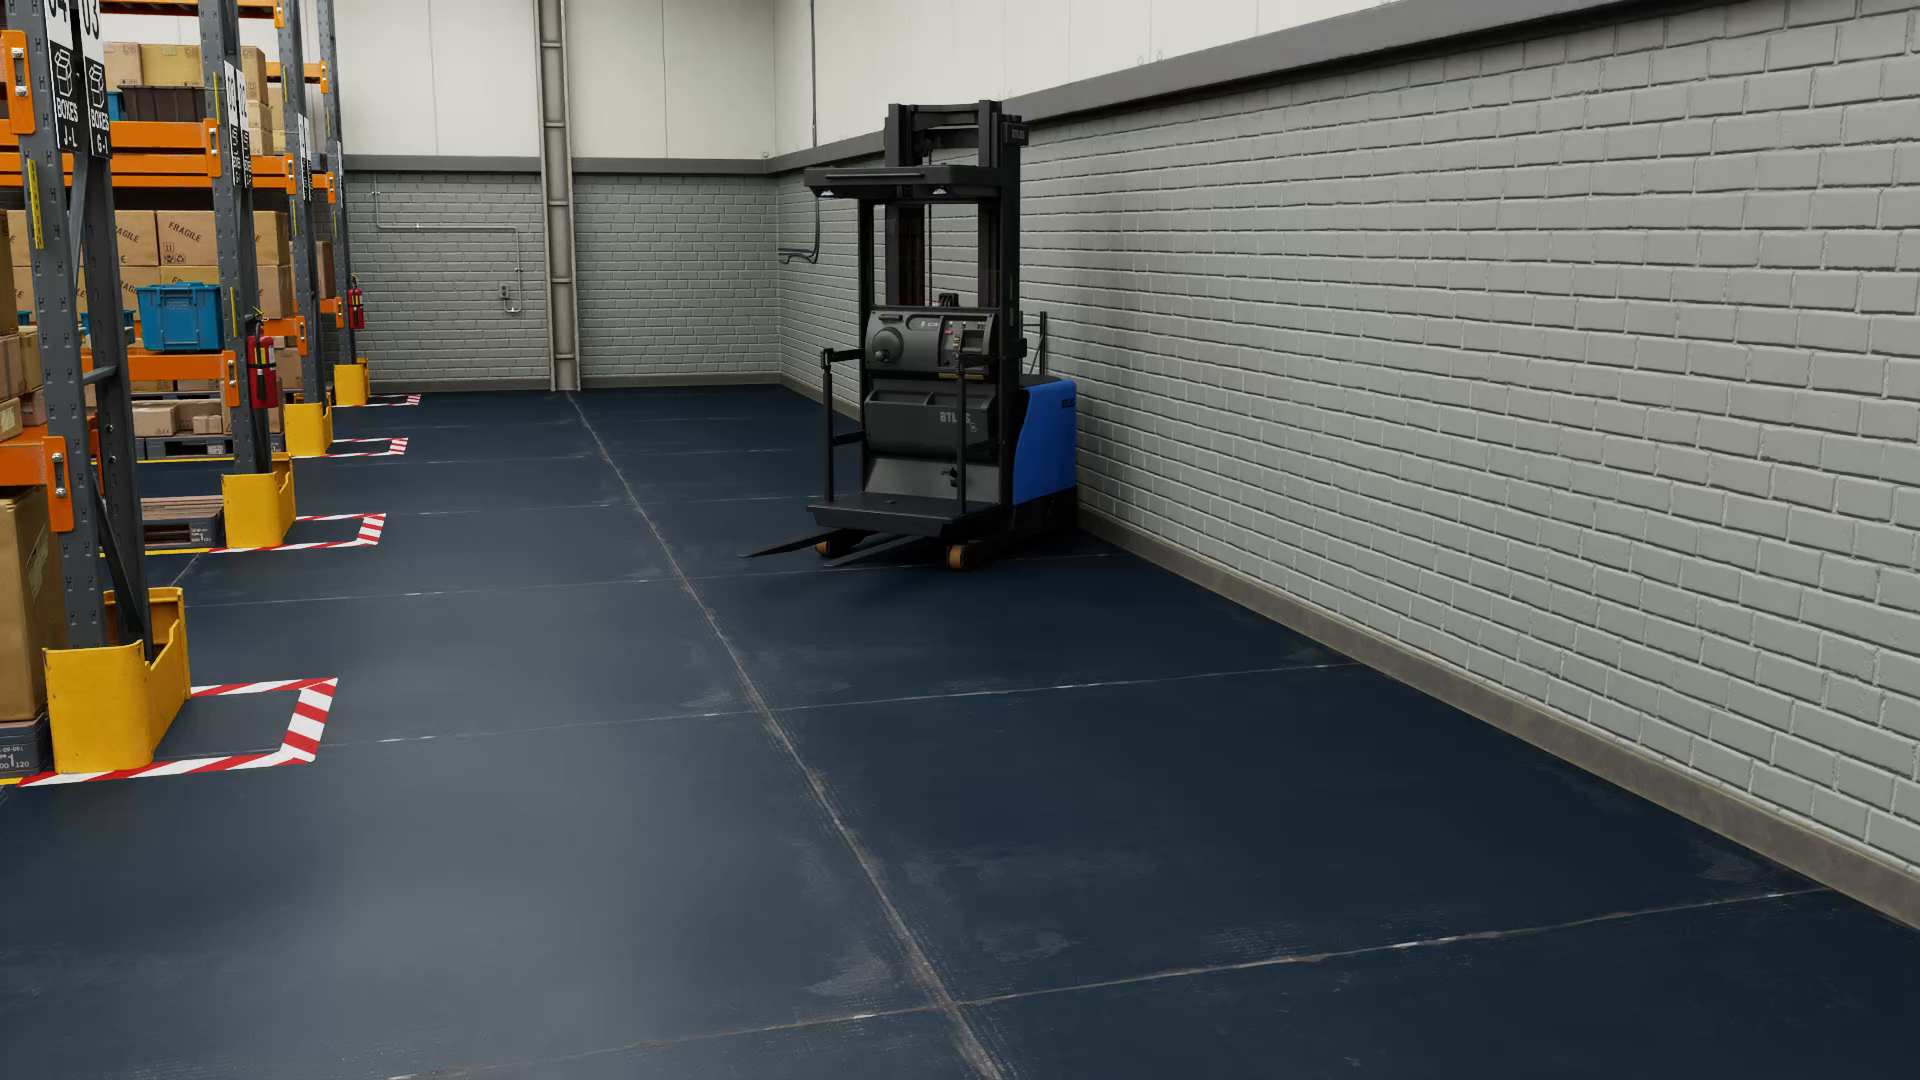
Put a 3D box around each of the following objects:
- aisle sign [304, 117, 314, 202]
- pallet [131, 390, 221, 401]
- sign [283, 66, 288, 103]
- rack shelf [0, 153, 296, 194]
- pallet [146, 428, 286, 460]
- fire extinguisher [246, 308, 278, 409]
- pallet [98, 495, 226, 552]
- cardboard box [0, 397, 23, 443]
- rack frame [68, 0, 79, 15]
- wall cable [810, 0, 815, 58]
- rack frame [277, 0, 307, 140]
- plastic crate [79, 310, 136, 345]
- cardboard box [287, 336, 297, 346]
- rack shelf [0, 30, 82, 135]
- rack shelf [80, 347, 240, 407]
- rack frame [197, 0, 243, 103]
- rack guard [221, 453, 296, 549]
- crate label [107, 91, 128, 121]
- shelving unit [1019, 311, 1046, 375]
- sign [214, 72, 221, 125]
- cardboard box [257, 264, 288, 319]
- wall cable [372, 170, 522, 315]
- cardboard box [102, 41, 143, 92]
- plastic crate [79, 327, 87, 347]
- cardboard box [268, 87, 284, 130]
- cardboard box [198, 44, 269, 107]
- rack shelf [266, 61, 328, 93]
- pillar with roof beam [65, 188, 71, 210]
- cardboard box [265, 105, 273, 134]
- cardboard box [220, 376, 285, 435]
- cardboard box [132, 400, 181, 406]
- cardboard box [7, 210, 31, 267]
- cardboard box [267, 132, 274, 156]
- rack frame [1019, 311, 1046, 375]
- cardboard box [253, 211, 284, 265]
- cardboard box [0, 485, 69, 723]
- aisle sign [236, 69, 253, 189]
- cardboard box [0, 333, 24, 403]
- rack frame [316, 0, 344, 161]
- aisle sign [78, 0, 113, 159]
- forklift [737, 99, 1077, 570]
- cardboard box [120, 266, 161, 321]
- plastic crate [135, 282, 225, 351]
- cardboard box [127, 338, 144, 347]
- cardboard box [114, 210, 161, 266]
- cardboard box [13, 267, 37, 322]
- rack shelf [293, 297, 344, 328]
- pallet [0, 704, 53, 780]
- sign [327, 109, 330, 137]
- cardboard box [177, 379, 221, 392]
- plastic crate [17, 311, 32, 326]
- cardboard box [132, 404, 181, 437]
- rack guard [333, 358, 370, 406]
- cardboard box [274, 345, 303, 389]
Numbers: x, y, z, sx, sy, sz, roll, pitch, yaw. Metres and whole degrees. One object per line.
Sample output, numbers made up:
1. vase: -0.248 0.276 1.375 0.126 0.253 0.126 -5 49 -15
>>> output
1. aisle sign: -6.364 -3.714 16.256 0.004 0.787 0.394 -3 11 -16
2. pallet: -9.651 -1.755 20.499 1.213 0.211 1.003 -3 11 -16
3. sign: -6.212 -4.194 15.314 0.005 0.325 0.100 -3 11 -16
4. rack shelf: -8.268 -3.401 15.439 4.000 0.370 1.077 -3 11 -16
5. pallet: -7.186 -0.965 16.207 1.213 0.211 1.003 -3 11 -16
6. fire extinguisher: -4.695 -1.227 11.170 0.183 0.674 0.296 -3 11 -16
7. pallet: -5.769 -0.113 11.580 1.213 0.211 1.003 -3 11 -16
8. cardboard box: -3.832 -0.460 6.454 0.250 0.149 0.380 -3 11 -15
9. rack frame: -3.582 -3.609 6.297 0.127 3.000 1.000 -3 11 -16
10. wall cable: -1.449 -6.903 18.816 0.112 2.526 3.097 -3 11 -16
11. rack frame: -6.348 -5.332 15.652 0.127 3.000 1.000 -3 11 -16
12. plastic crate: -5.928 -1.478 11.589 0.300 0.233 0.416 -3 11 -16
13. cardboard box: -8.316 -2.527 20.938 0.250 0.149 0.380 -3 11 -16
14. rack shelf: -5.503 -1.679 6.084 4.000 0.370 1.077 -3 11 -16
15. rack shelf: -6.887 -1.065 11.033 4.000 0.370 1.077 -3 11 -16
16. rack frame: -4.967 -4.470 10.974 0.127 3.000 1.000 -3 11 -16
17. rack guard: -4.947 -0.294 11.762 0.348 0.500 1.175 -3 11 -16
18. crate label: -5.943 -2.931 11.311 0.502 0.251 0.408 -3 11 -16
19. shelving unit: 0.065 -0.990 12.676 1.048 1.500 0.538 4 8 24
20. sign: -4.797 -2.849 10.740 0.005 0.325 0.100 -3 11 -16
21. cardboard box: -6.702 -2.360 15.806 0.500 0.500 0.500 -3 11 -14
22. wall cable: -6.771 -3.971 22.025 1.851 1.984 0.084 -3 11 -16
23. cardboard box: -7.790 -4.314 15.372 0.500 0.500 0.700 -3 11 -16
24. plastic crate: -5.981 -1.335 11.074 0.243 0.136 0.396 -3 11 -16
25. cardboard box: -8.362 -5.184 20.040 0.500 0.500 0.500 -3 11 -16
26. cardboard box: -6.836 -4.368 15.668 0.500 0.500 0.700 -3 11 -16
27. rack shelf: -9.656 -5.541 19.881 4.000 0.370 1.077 -3 11 -16
28. pillar with roof beam: -9.943 -5.427 16.174 0.400 9.000 9.100 -3 11 -16
29. cardboard box: -6.914 -4.048 15.997 0.500 0.250 0.500 -3 11 -16
30. cardboard box: -6.801 -1.298 16.000 0.500 0.500 0.500 -3 11 -16
31. cardboard box: -7.909 -1.216 16.248 0.500 0.250 0.500 -3 11 -16
32. cardboard box: -8.668 -2.747 15.143 0.500 0.500 0.500 -3 11 -18
33. cardboard box: -6.912 -3.801 16.036 0.500 0.250 0.500 -3 11 -16
34. rack frame: 0.529 -0.961 12.471 0.032 1.500 0.500 4 8 24
35. cardboard box: -6.698 -2.852 15.714 0.500 0.500 0.500 -3 11 -16
36. cardboard box: -4.175 0.226 6.743 0.875 0.875 0.875 -3 11 -16
37. aisle sign: -4.981 -2.854 11.582 0.004 0.787 0.394 -3 11 -16
38. cardboard box: -3.974 -0.661 6.443 0.500 0.250 0.500 -3 11 -17
39. rack frame: -7.736 -6.192 20.329 0.127 3.000 1.000 -3 11 -16
40. aisle sign: -3.597 -1.993 6.908 0.004 0.787 0.394 -3 11 -16
41. forklift: -0.300 -1.341 10.737 1.130 2.935 3.031 6 12 28
42. cardboard box: -7.679 -2.309 15.528 0.500 0.500 0.500 -3 11 -15
43. plastic crate: -5.236 -1.517 11.240 0.499 0.435 0.616 -3 11 -16
44. cardboard box: -9.949 -2.368 20.076 0.250 0.149 0.380 -3 11 -18
45. cardboard box: -7.680 -2.799 15.427 0.500 0.500 0.500 -3 11 -14
46. cardboard box: -8.651 -2.258 15.249 0.500 0.500 0.500 -3 11 -16
47. rack shelf: -9.656 -2.787 20.388 4.000 0.370 1.077 -3 11 -16
48. pallet: -4.328 0.767 6.799 1.213 0.211 1.003 -3 11 -16
49. sign: -7.598 -5.019 20.011 0.005 0.325 0.100 -3 11 -16
50. cardboard box: -9.343 -2.115 20.497 0.500 0.500 0.700 -3 11 -18
51. plastic crate: -6.560 -1.445 11.408 0.300 0.233 0.416 -3 11 -16
52. cardboard box: -7.721 -1.132 15.790 0.500 0.250 0.500 -3 11 -16
53. rack guard: -7.713 -2.014 21.105 0.348 0.500 1.175 -3 11 -16
54. cardboard box: -8.380 -2.166 20.774 0.500 0.500 0.700 -3 11 -16
